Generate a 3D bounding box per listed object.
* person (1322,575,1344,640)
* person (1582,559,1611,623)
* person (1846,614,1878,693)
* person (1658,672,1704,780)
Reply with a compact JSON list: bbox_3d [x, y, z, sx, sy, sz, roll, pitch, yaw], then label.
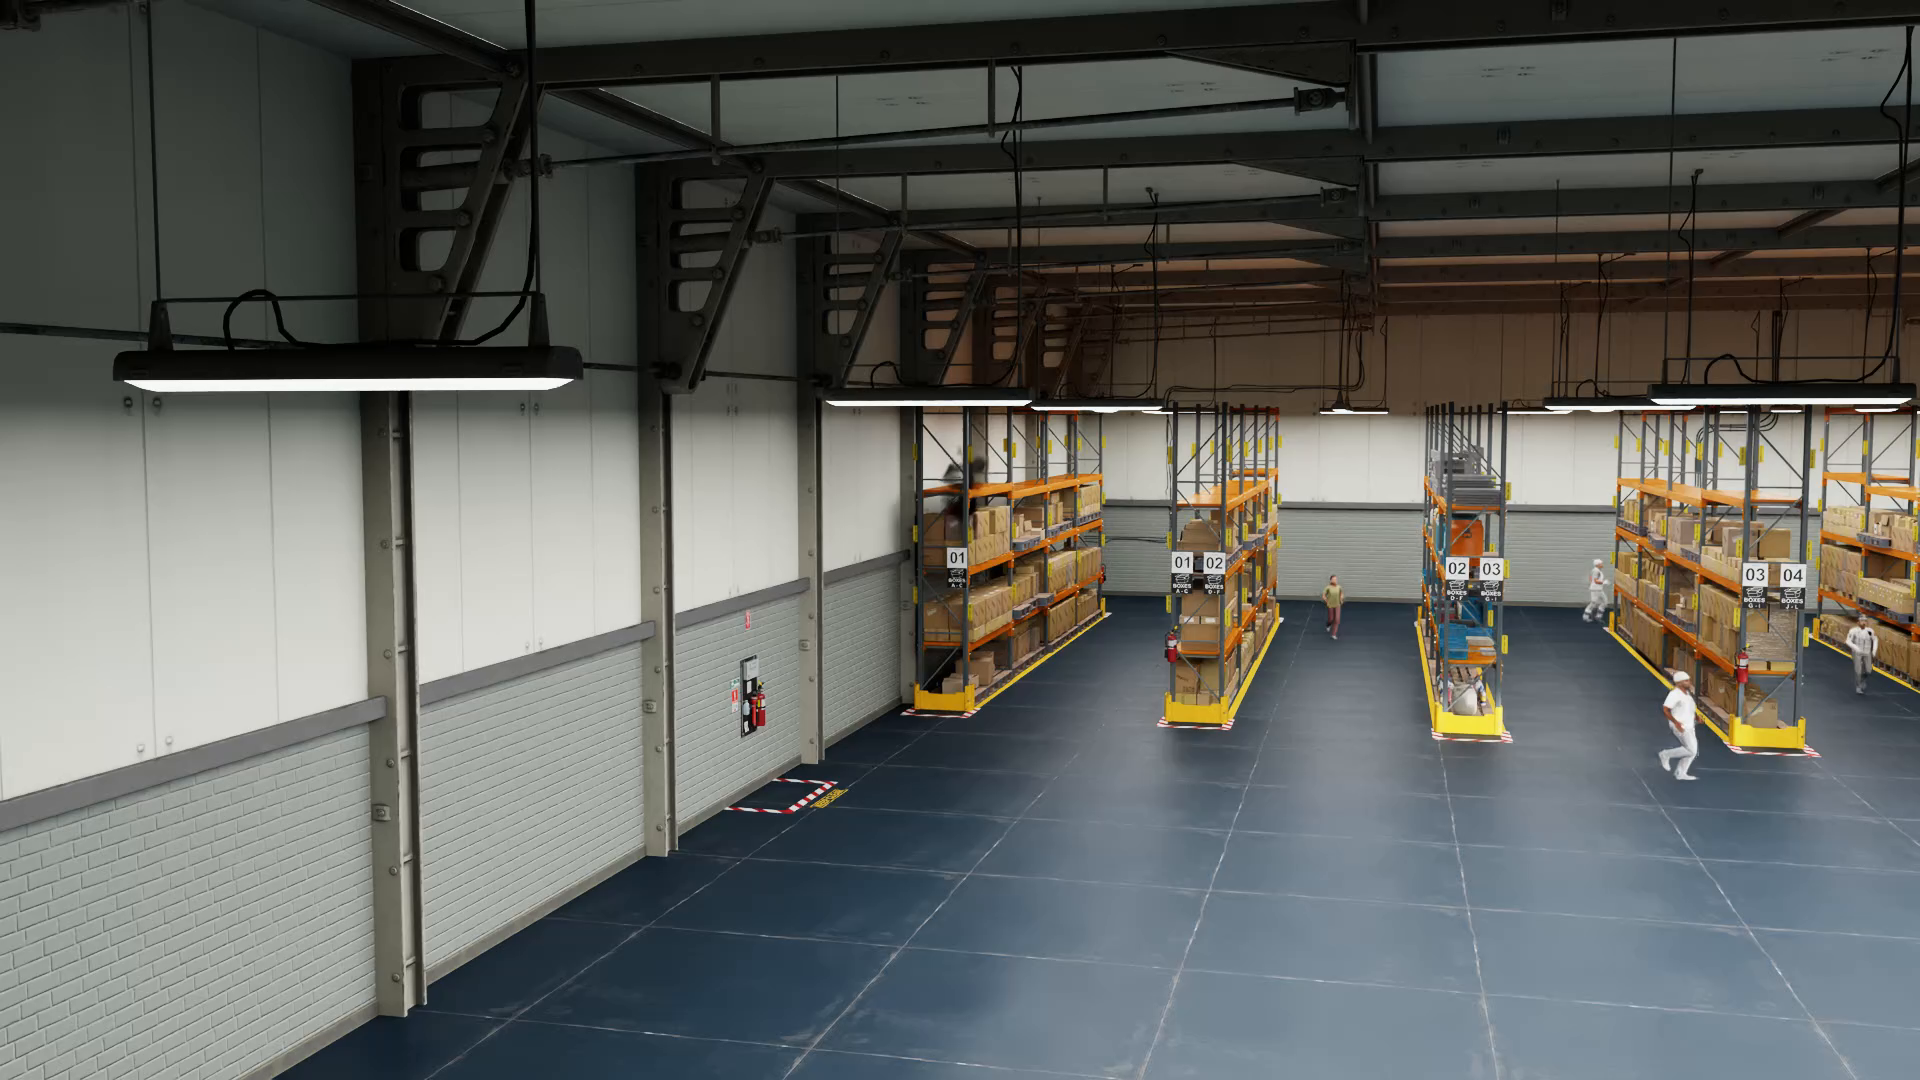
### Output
[{"bbox_3d":[9.683,1.730,43.102,0.579,1.641,0.731,0,4,-2],"label":"person"},{"bbox_3d":[17.696,1.434,46.174,0.749,1.824,0.635,3,5,31],"label":"person"},{"bbox_3d":[18.676,2.351,34.393,0.645,1.651,0.562,1,4,13],"label":"person"},{"bbox_3d":[11.396,2.936,26.267,0.573,1.722,0.717,4,6,43],"label":"person"}]
